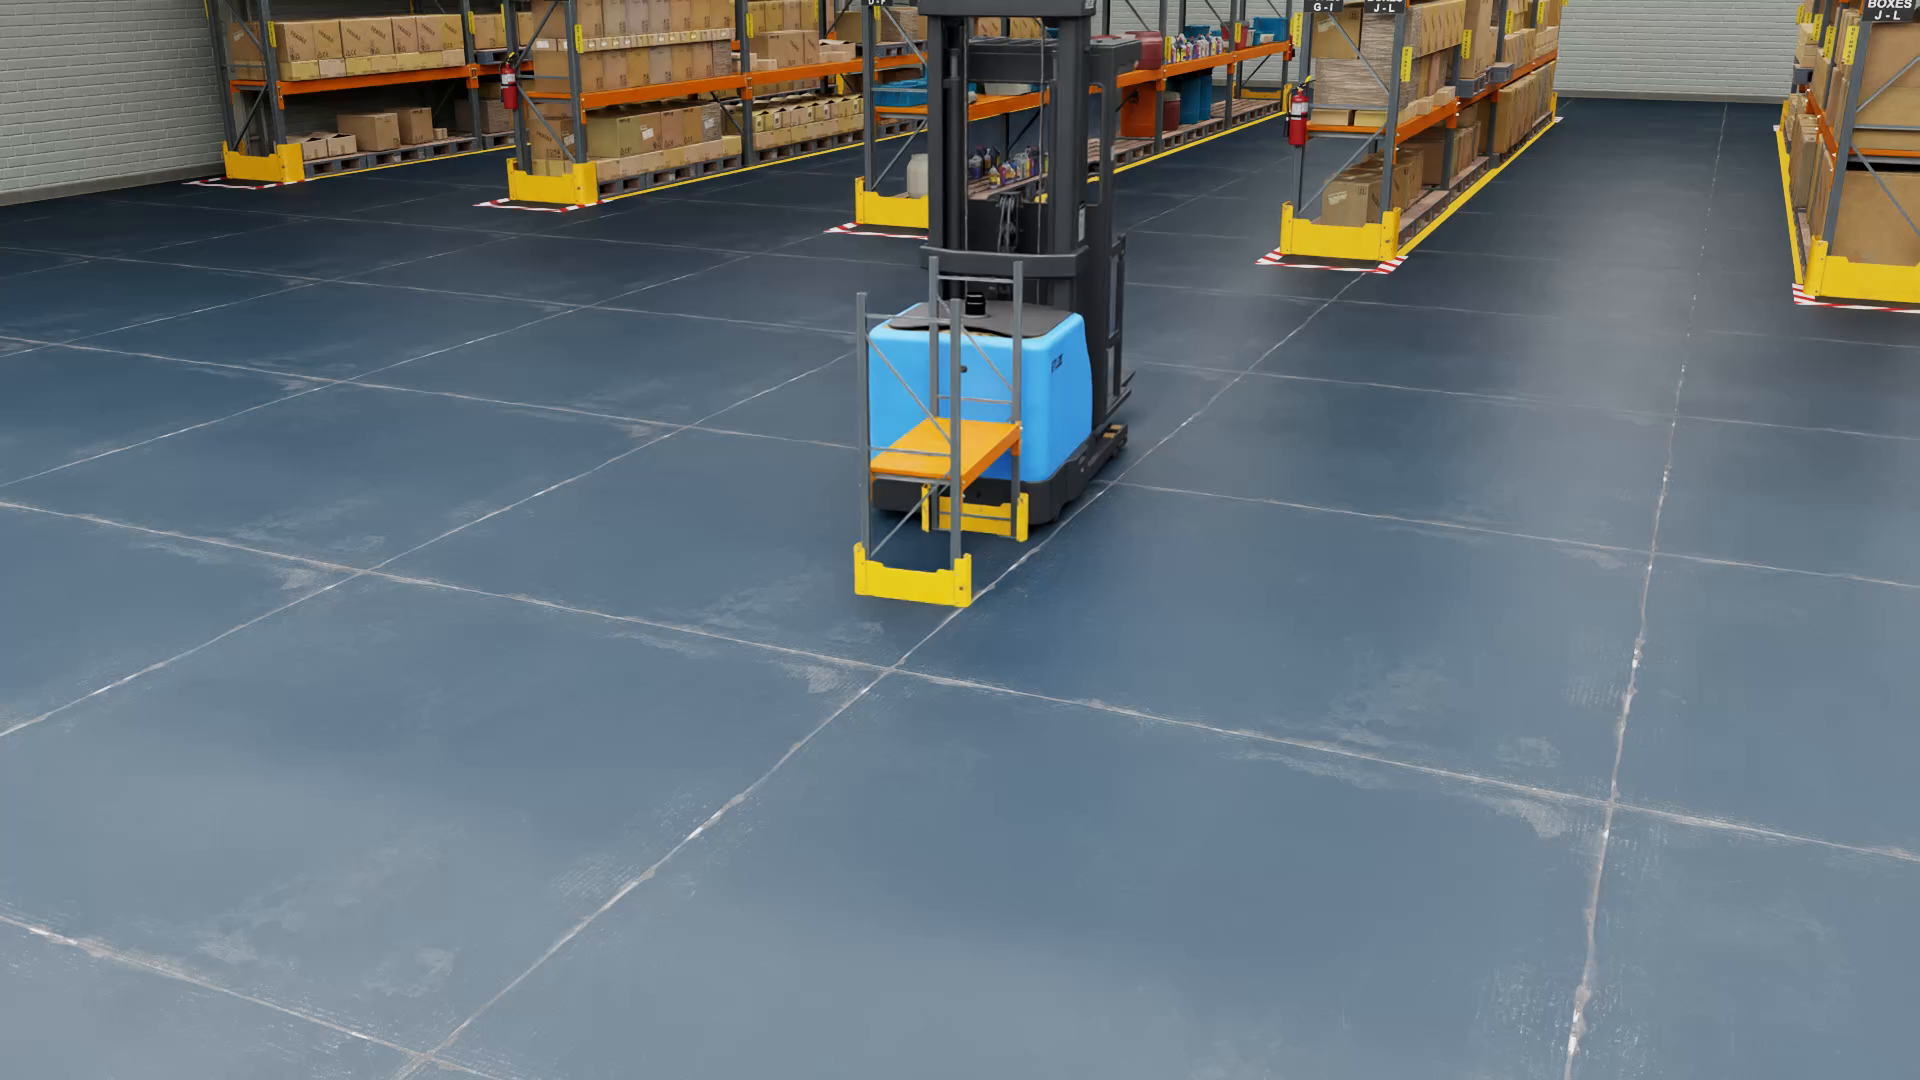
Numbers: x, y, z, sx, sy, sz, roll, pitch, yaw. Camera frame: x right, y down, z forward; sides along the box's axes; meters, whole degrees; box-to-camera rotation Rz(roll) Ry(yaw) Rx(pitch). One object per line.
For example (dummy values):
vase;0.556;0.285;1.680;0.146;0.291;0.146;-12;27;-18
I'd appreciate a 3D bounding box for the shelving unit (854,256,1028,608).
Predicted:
shelving unit;-0.076;-0.579;8.358;0.587;1.500;1.083;6;21;17

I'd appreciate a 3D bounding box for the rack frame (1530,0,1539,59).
rack frame;8.816;-8.029;27.067;1.000;3.000;0.127;9;21;23

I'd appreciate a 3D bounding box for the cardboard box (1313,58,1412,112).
cardboard box;4.152;-4.712;17.148;0.875;0.500;0.500;9;21;23

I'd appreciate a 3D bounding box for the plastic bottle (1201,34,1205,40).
plastic bottle;4.088;-8.379;28.126;0.144;0.351;0.185;9;21;23

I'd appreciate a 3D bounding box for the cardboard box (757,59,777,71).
cardboard box;-2.947;-7.068;24.741;0.380;0.149;0.250;9;21;23

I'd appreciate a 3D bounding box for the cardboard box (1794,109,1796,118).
cardboard box;13.276;-6.680;26.016;0.380;0.149;0.250;9;21;23

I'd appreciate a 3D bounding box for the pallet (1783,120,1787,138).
pallet;14.541;-6.959;28.222;1.003;0.211;1.213;9;21;23

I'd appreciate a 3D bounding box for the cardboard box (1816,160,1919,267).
cardboard box;8.603;-3.062;15.646;0.875;0.875;0.875;9;21;23

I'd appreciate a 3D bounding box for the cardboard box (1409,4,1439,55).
cardboard box;4.790;-5.454;17.743;0.500;0.500;0.500;9;21;23

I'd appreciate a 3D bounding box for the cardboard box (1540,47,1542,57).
cardboard box;9.561;-8.197;27.915;0.380;0.149;0.250;8;21;21

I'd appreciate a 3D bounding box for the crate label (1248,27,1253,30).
crate label;5.534;-9.850;32.350;0.416;0.233;0.303;9;21;23

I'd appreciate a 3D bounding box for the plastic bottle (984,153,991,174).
plastic bottle;0.363;-4.934;21.780;0.097;0.271;0.097;0;20;0

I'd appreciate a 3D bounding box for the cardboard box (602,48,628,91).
cardboard box;-4.721;-6.070;21.411;0.700;0.500;0.500;9;22;24

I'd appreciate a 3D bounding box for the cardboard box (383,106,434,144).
cardboard box;-8.406;-6.329;25.362;0.500;0.500;0.500;7;21;19

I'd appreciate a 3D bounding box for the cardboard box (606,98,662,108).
cardboard box;-5.958;-8.237;30.234;0.750;0.750;0.750;8;21;22

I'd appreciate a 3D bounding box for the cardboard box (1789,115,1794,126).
cardboard box;13.331;-6.621;26.292;0.380;0.149;0.250;8;21;21

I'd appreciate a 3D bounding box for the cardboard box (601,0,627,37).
cardboard box;-4.699;-6.698;21.240;0.700;0.500;0.500;8;21;21

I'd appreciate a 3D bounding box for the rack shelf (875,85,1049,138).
rack shelf;0.202;-5.312;20.503;1.077;0.370;4.000;9;21;23

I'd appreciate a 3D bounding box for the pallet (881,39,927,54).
pallet;-1.066;-8.671;29.160;1.003;0.211;1.213;9;21;23

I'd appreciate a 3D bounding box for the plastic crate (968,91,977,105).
plastic crate;0.043;-5.145;19.353;0.298;0.136;0.250;9;21;23

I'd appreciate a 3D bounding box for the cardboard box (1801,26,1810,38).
cardboard box;12.190;-7.224;23.666;0.380;0.149;0.250;9;22;25

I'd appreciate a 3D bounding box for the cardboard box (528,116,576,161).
cardboard box;-5.186;-5.181;21.418;0.500;0.500;0.500;9;21;23

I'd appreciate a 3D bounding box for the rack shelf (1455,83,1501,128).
rack shelf;6.359;-5.855;22.031;1.077;0.370;4.000;9;21;23

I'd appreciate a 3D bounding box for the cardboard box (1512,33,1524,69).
cardboard box;8.247;-7.432;25.240;0.500;0.500;0.500;9;21;23

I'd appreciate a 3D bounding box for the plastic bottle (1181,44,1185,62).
plastic bottle;3.542;-7.797;26.609;0.097;0.271;0.097;0;20;0

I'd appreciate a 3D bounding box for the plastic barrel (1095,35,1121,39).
plastic barrel;2.091;-6.946;23.819;0.433;0.535;0.433;0;20;0

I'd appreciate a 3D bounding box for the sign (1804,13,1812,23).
sign;12.801;-7.797;25.125;0.100;0.325;0.005;9;21;23

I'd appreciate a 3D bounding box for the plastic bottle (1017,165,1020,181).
plastic bottle;0.716;-4.669;21.139;0.097;0.201;0.097;0;20;0

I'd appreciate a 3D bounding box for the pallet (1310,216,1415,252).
pallet;4.298;-3.313;17.970;1.003;0.211;1.213;9;21;23

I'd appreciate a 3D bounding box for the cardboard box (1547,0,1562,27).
cardboard box;10.494;-9.489;29.835;0.500;0.500;0.500;9;21;23

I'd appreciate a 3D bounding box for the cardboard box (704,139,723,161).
cardboard box;-3.701;-5.523;23.498;0.500;0.250;0.500;9;21;23

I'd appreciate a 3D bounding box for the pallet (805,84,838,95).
pallet;-3.359;-9.721;35.989;1.003;0.211;1.213;9;21;23

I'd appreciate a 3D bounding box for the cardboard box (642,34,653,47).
cardboard box;-4.252;-6.558;21.814;0.380;0.149;0.250;8;21;22

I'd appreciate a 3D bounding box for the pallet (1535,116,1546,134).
pallet;9.697;-7.311;29.211;1.003;0.211;1.213;9;21;23

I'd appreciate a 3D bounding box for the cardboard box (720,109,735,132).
cardboard box;-3.592;-6.273;24.771;0.500;0.311;0.500;9;21;23

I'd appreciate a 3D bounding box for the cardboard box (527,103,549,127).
cardboard box;-7.319;-7.194;27.795;0.700;0.500;0.500;9;21;23

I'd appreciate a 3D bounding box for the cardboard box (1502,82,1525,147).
cardboard box;7.851;-6.482;25.263;1.225;0.875;0.875;9;21;23

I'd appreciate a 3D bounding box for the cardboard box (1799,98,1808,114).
cardboard box;12.327;-6.182;23.861;0.500;0.250;0.500;9;22;25

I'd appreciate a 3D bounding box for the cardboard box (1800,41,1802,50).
cardboard box;11.974;-6.922;23.260;0.380;0.149;0.250;9;22;24

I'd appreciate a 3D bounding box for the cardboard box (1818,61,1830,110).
cardboard box;9.993;-5.115;18.725;0.500;0.500;0.500;8;21;22

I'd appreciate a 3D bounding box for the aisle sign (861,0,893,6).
aisle sign;-0.917;-6.283;18.281;0.394;0.787;0.004;9;21;23

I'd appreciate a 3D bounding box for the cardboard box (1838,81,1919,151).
cardboard box;8.496;-3.839;15.063;0.875;0.550;0.550;9;21;23

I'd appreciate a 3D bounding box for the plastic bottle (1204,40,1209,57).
plastic bottle;4.074;-8.219;27.788;0.152;0.276;0.135;9;21;23

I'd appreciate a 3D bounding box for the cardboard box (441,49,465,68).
cardboard box;-7.935;-7.374;25.422;0.500;0.250;0.500;9;21;23

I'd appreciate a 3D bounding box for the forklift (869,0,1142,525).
forklift;0.434;-1.922;10.000;1.130;2.935;3.031;6;21;17

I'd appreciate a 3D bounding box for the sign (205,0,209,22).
sign;-10.153;-7.176;22.470;0.100;0.325;0.005;9;21;23

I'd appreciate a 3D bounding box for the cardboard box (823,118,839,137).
cardboard box;-2.268;-6.563;26.423;0.500;0.250;0.500;9;22;24

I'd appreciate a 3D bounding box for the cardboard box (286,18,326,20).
cardboard box;-9.233;-7.176;23.744;0.500;0.500;0.500;8;21;21

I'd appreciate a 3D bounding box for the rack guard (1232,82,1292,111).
rack guard;5.933;-8.762;32.861;1.175;0.500;0.348;9;21;23

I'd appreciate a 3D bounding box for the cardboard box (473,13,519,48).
cardboard box;-7.542;-8.197;26.736;0.700;0.500;0.500;11;22;28

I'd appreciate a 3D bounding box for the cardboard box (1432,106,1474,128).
cardboard box;6.723;-5.816;22.801;0.500;0.250;0.500;11;22;29

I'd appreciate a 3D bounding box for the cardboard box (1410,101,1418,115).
cardboard box;4.742;-4.679;18.025;0.380;0.149;0.250;9;21;23

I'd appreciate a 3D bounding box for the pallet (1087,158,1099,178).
pallet;1.307;-5.194;23.259;1.003;0.211;1.213;9;21;23

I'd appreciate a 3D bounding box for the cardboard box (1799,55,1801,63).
cardboard box;11.758;-6.618;22.849;0.380;0.149;0.250;8;21;22

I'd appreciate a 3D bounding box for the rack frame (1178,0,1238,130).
rack frame;4.297;-8.708;28.978;1.000;3.000;0.127;9;21;23

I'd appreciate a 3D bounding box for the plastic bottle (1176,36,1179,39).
plastic bottle;3.758;-8.600;28.847;0.061;0.283;0.133;9;21;23
